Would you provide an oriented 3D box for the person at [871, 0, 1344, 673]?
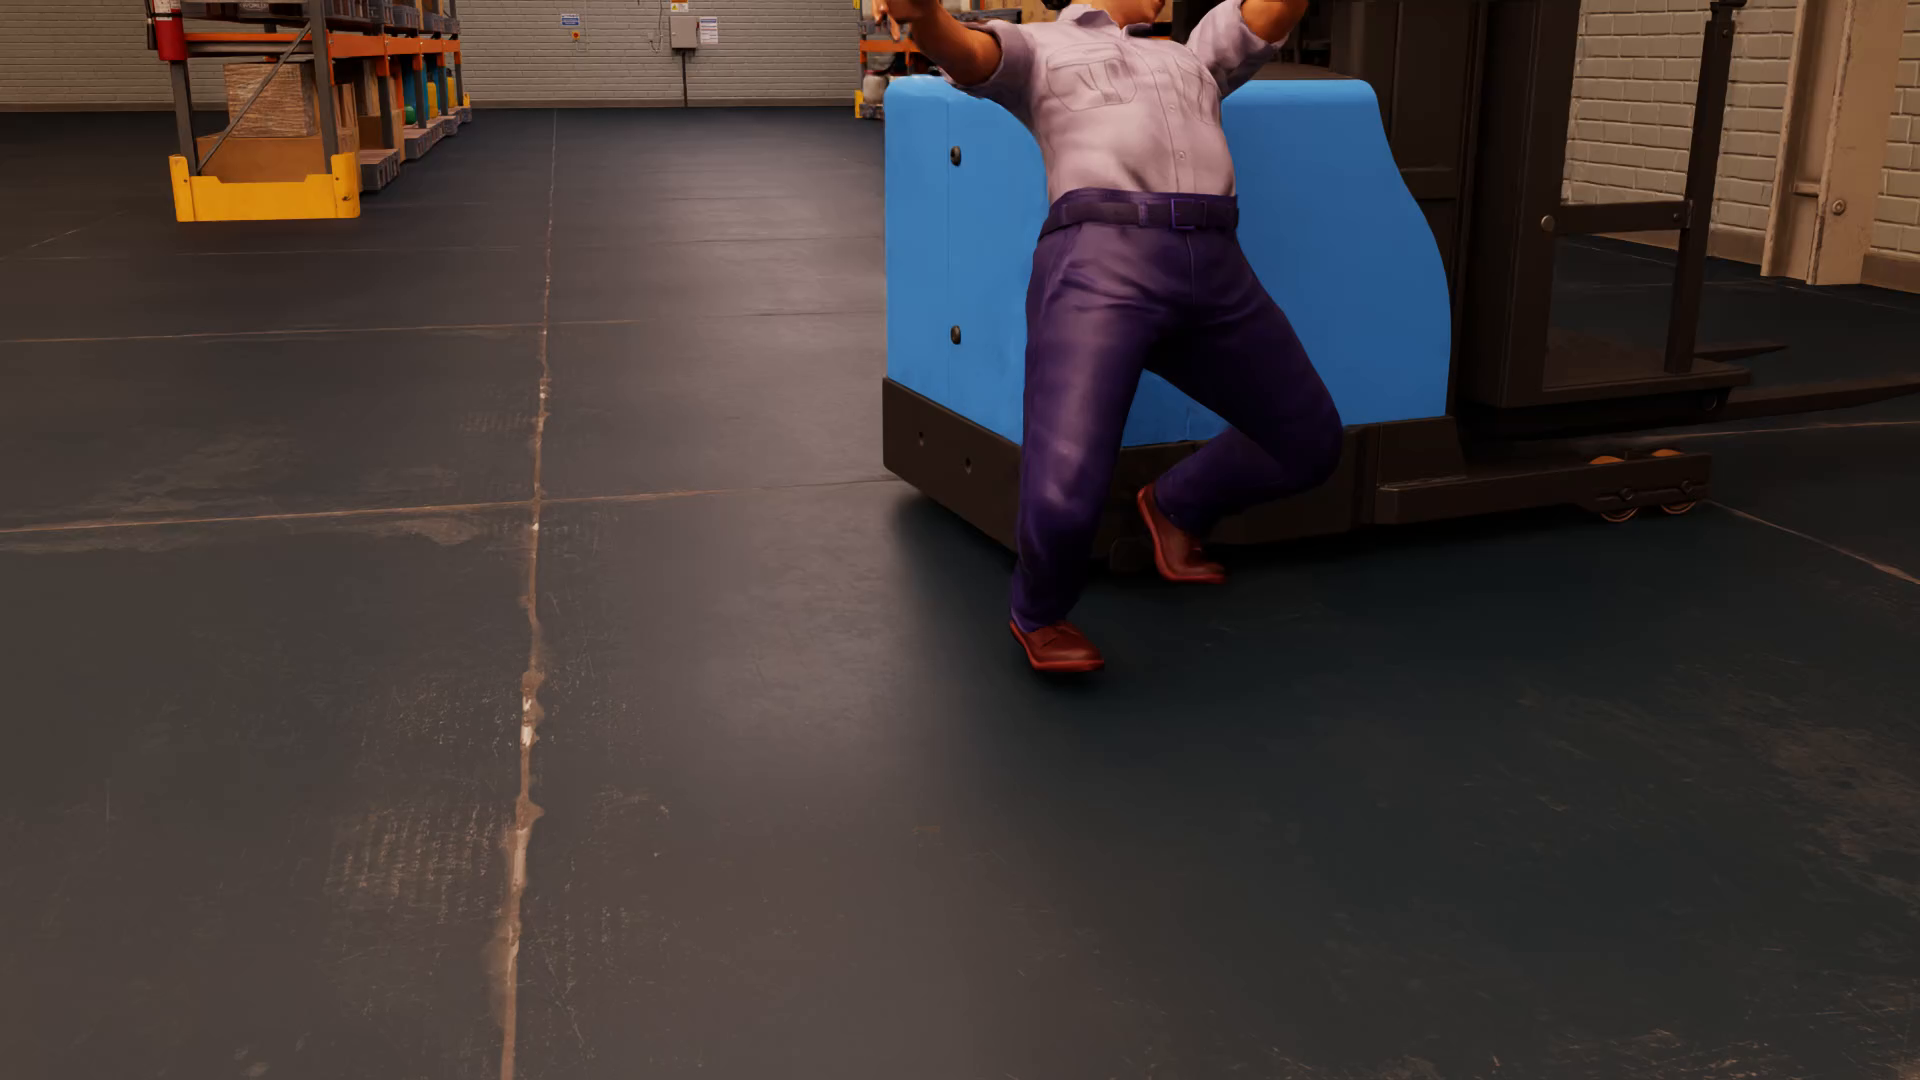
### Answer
[{"bbox_3d":[0.197,-0.502,2.984,1.018,1.503,0.631,-11,20,-33],"label":"person"}]

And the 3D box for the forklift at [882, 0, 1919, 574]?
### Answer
[{"bbox_3d":[1.363,-1.580,4.189,3.031,2.935,1.130,-7,18,-21],"label":"forklift"}]
